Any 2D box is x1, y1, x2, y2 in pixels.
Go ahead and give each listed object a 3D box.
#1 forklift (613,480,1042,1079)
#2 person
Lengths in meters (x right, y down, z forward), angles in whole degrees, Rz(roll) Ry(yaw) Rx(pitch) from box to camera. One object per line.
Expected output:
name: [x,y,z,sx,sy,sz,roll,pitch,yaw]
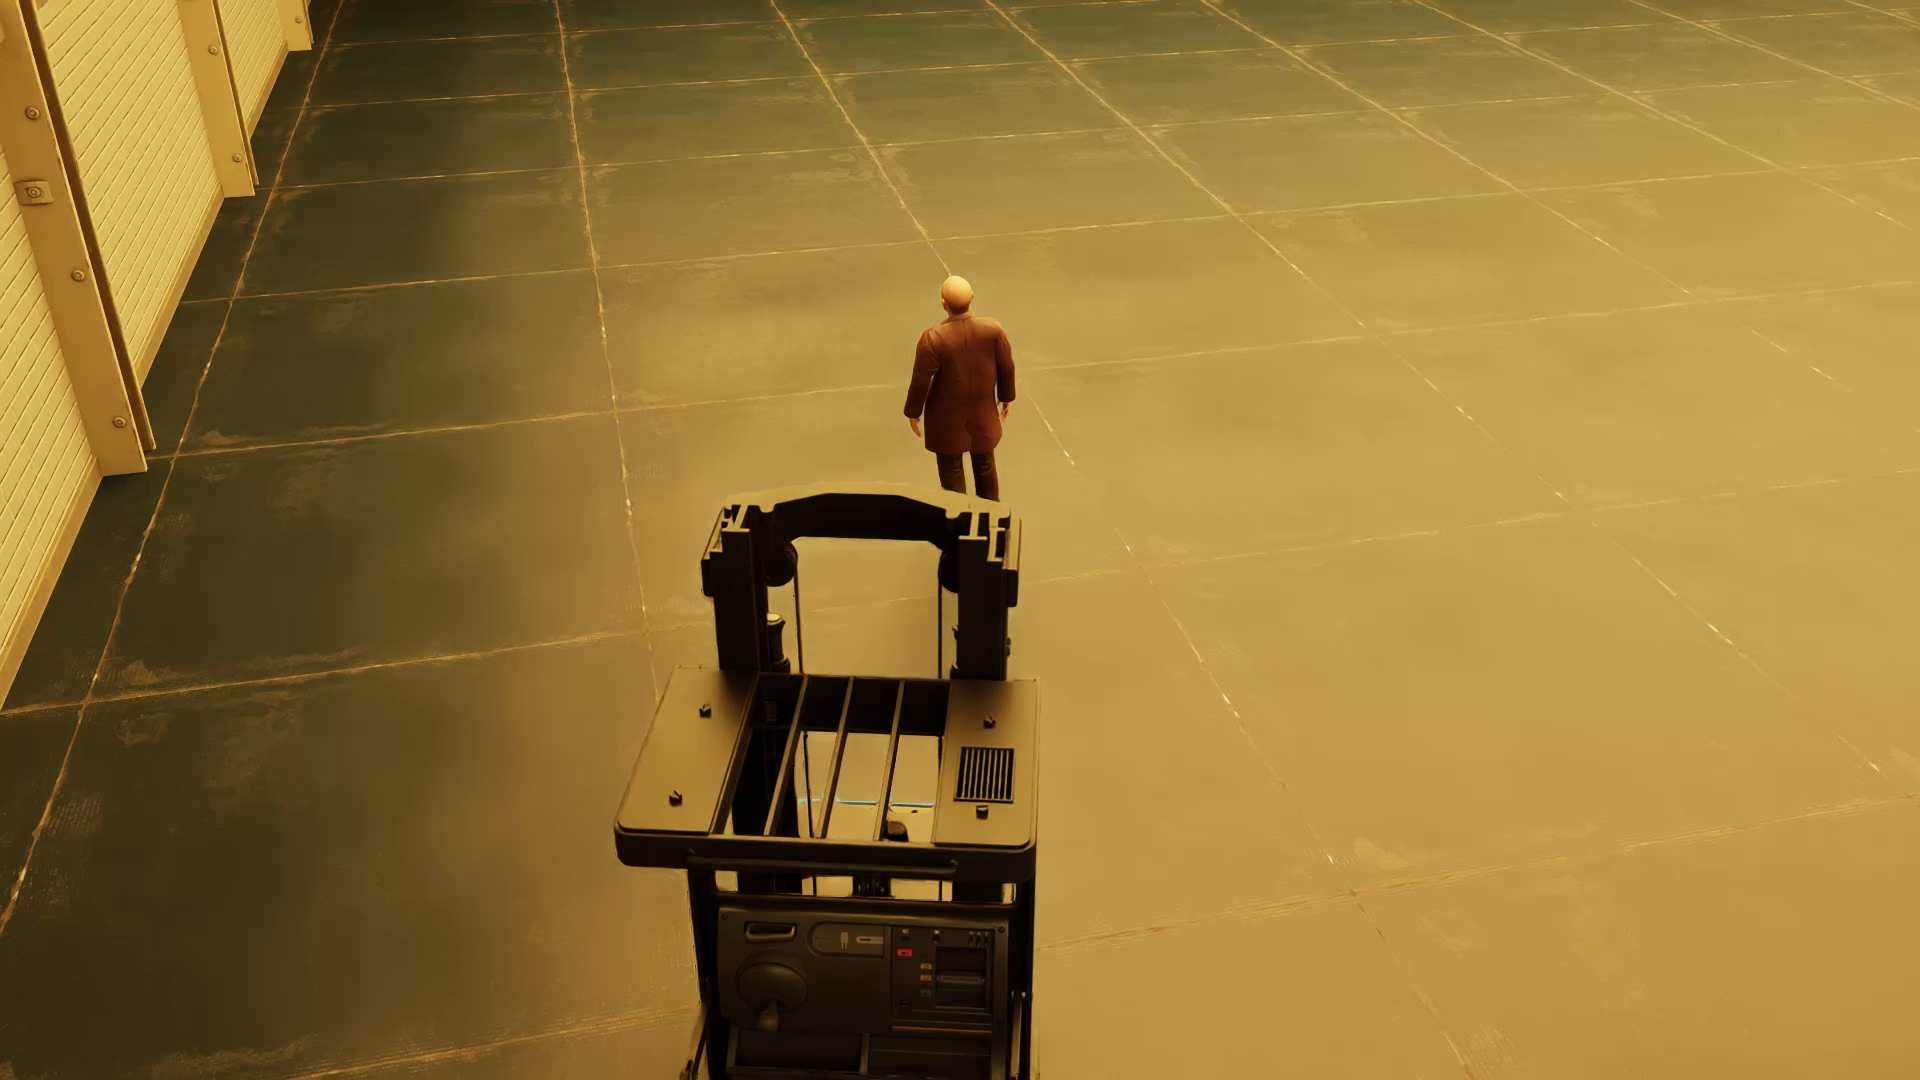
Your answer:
forklift: [-0.322,1.424,5.115,1.130,2.935,3.031,2,30,3]
person: [-0.016,-0.820,10.128,0.696,1.775,0.582,-7,31,-12]
